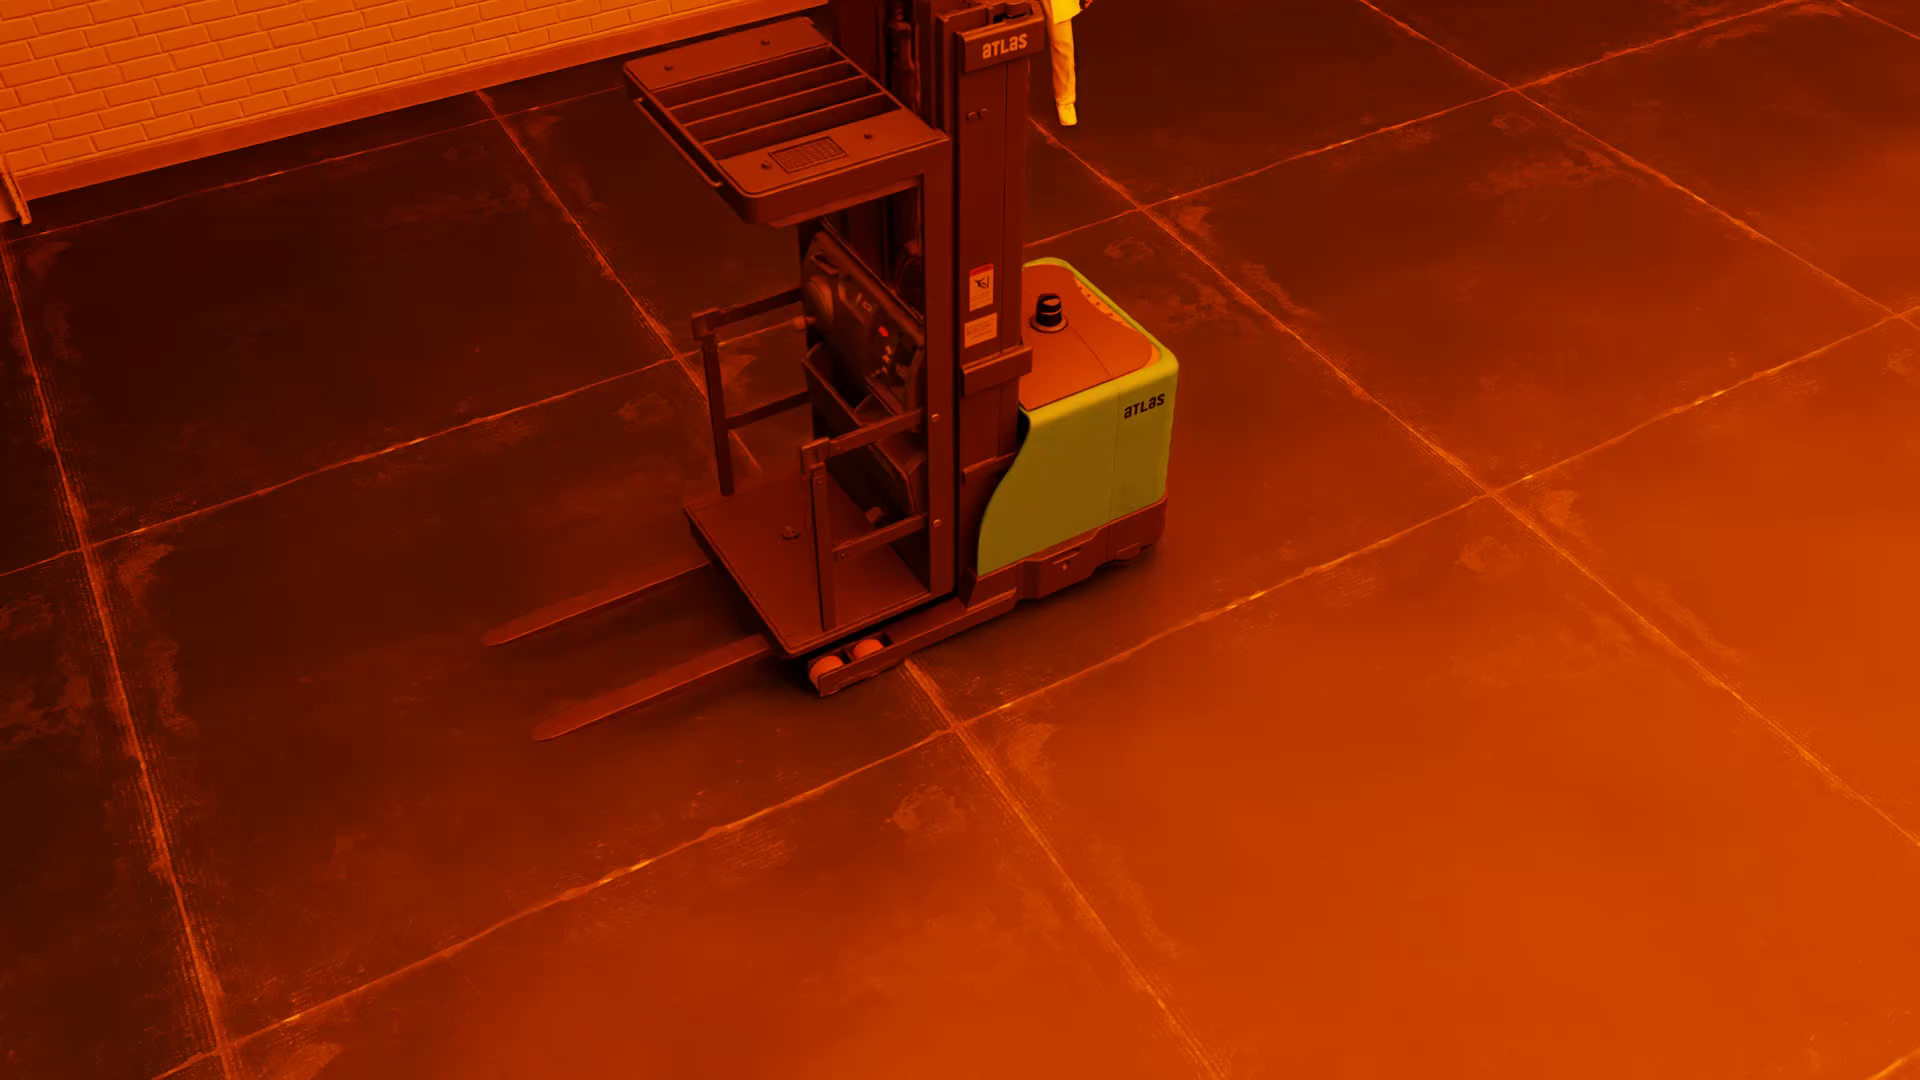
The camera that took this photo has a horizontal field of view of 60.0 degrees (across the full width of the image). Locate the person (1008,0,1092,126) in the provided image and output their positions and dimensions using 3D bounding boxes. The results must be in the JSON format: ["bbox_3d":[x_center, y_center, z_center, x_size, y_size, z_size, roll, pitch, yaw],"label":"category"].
[{"bbox_3d":[0.473,-3.448,10.271,0.767,1.770,0.442,3,43,3],"label":"person"}]

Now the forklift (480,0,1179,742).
[{"bbox_3d":[-0.574,-0.826,6.589,3.031,2.935,1.130,-22,47,-22],"label":"forklift"}]
